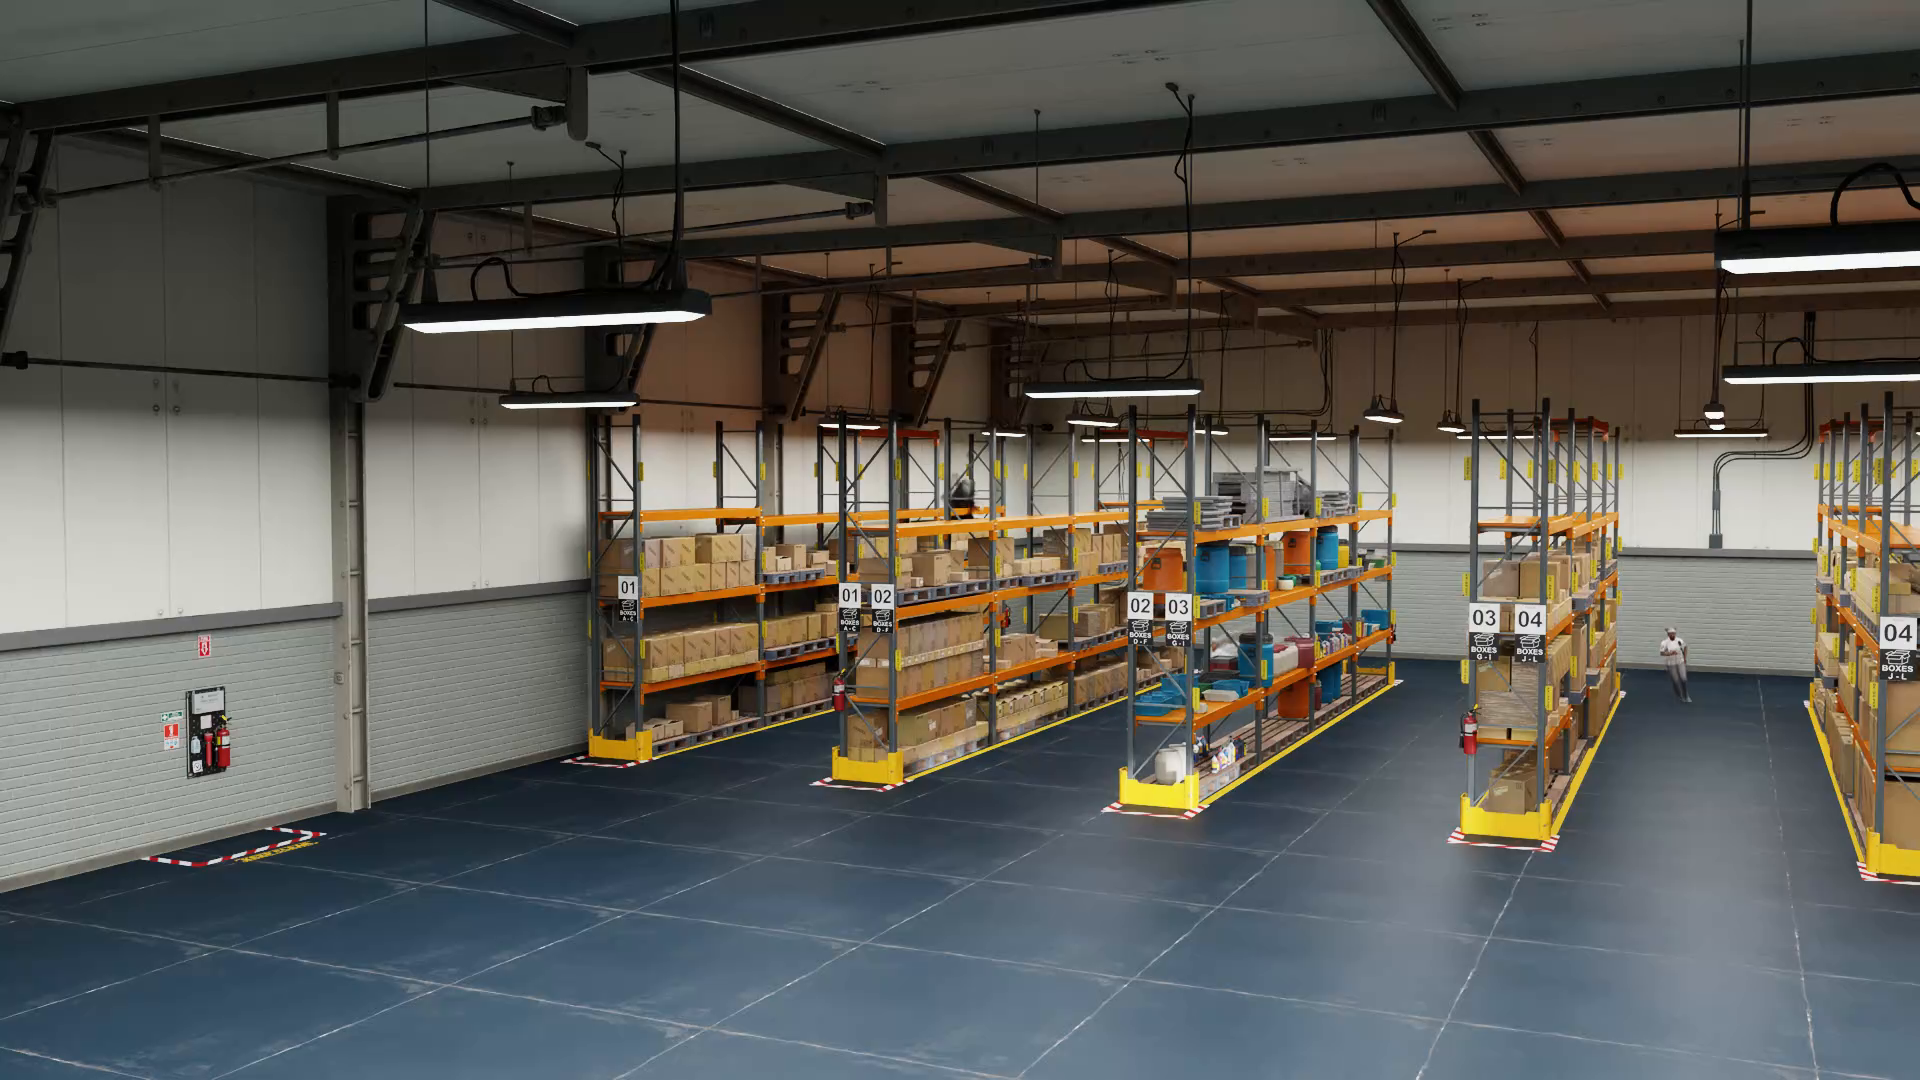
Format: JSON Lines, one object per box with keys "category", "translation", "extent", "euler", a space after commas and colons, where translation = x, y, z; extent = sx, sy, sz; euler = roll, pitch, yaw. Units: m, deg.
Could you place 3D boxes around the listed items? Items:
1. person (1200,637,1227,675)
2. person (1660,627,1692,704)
{"category": "person", "translation": [5.175, 2.798, 33.892], "extent": [0.628, 1.638, 0.530], "euler": [1, 3, 28]}
{"category": "person", "translation": [15.515, 2.703, 36.059], "extent": [0.656, 1.673, 0.662], "euler": [1, 2, 18]}
